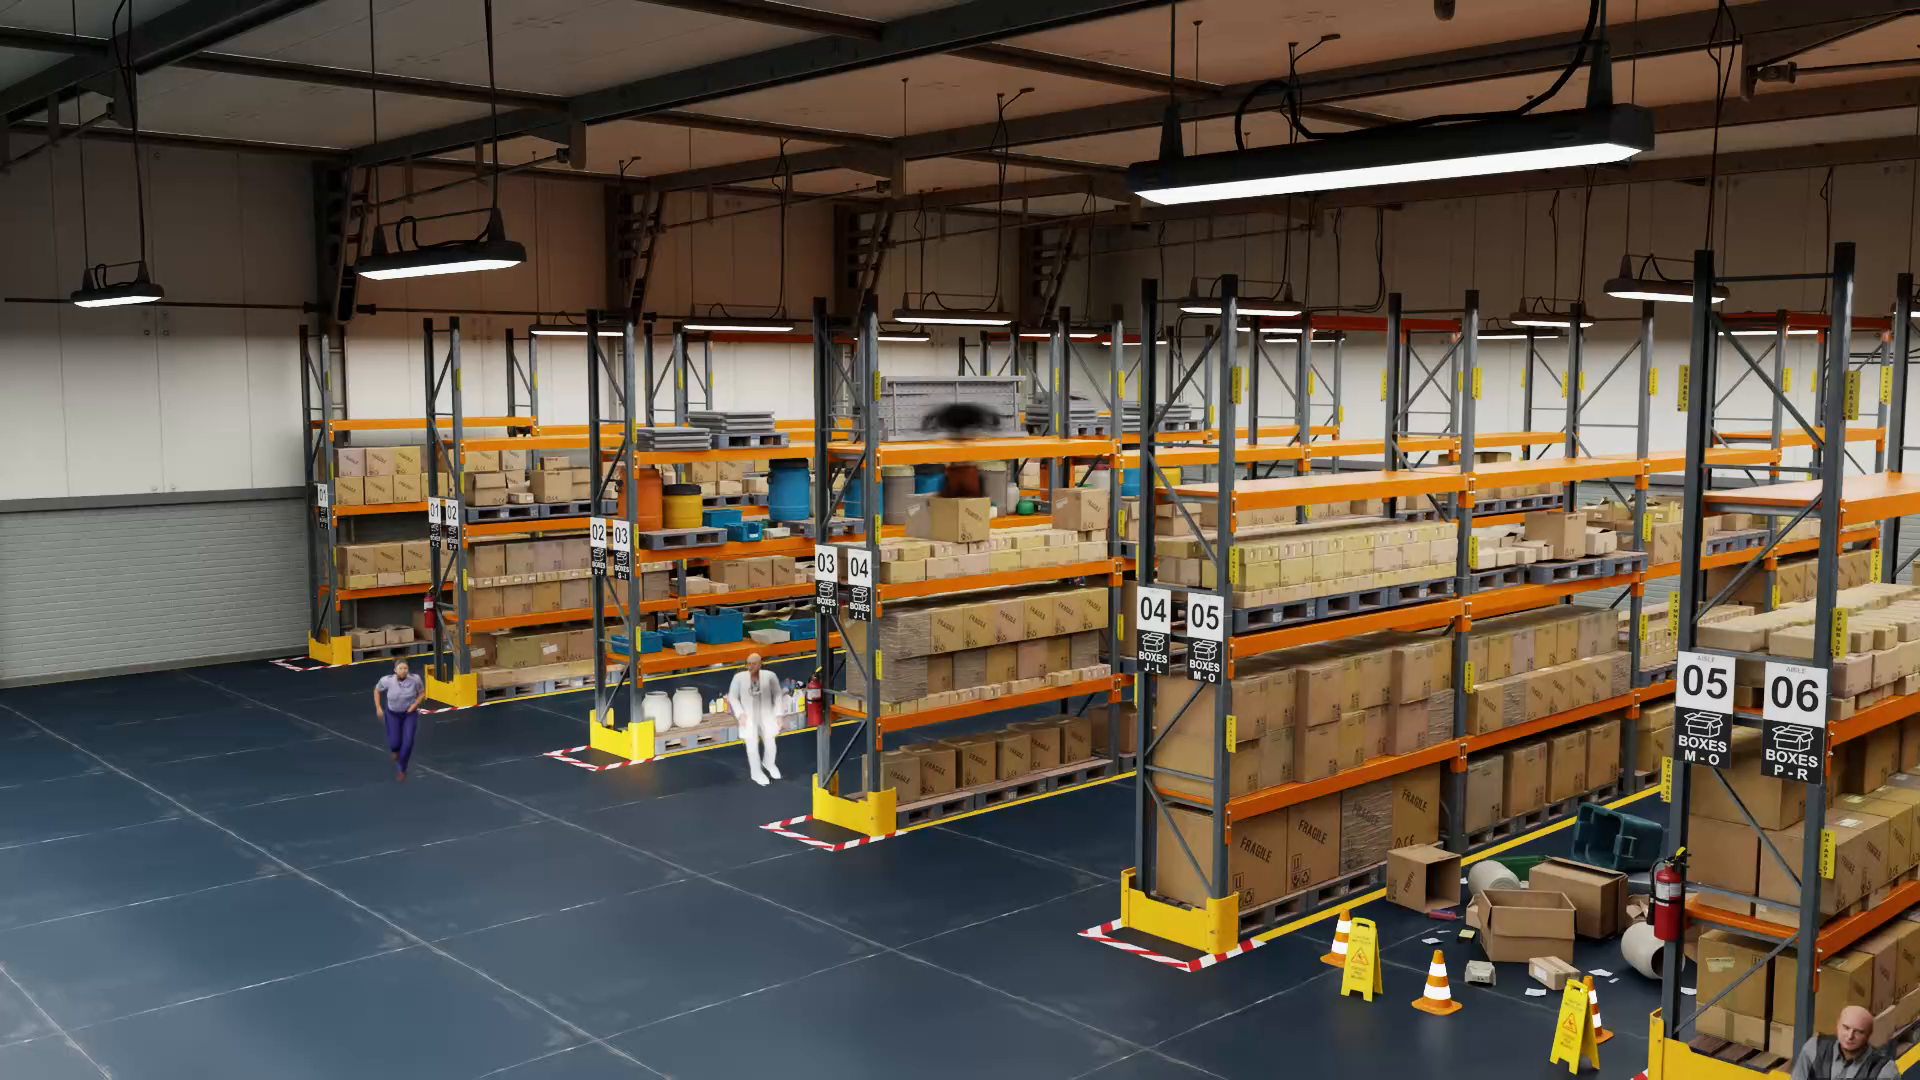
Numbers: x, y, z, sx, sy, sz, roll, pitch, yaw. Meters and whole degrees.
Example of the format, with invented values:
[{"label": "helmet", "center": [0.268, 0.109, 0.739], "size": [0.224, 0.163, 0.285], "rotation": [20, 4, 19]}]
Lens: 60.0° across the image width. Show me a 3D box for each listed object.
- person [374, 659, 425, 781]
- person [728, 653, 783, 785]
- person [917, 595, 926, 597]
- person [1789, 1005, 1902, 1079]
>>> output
[{"label": "person", "center": [-7.124, 2.269, 21.173], "size": [0.606, 1.586, 0.697], "rotation": [-3, 6, -26]}, {"label": "person", "center": [-2.560, 2.224, 20.800], "size": [0.679, 1.705, 0.767], "rotation": [-1, 6, -11]}, {"label": "person", "center": [-0.582, 1.450, 29.468], "size": [0.550, 1.552, 0.865], "rotation": [4, 7, 34]}, {"label": "person", "center": [5.028, 3.384, 9.480], "size": [0.696, 1.663, 0.778], "rotation": [-6, 8, -44]}]
